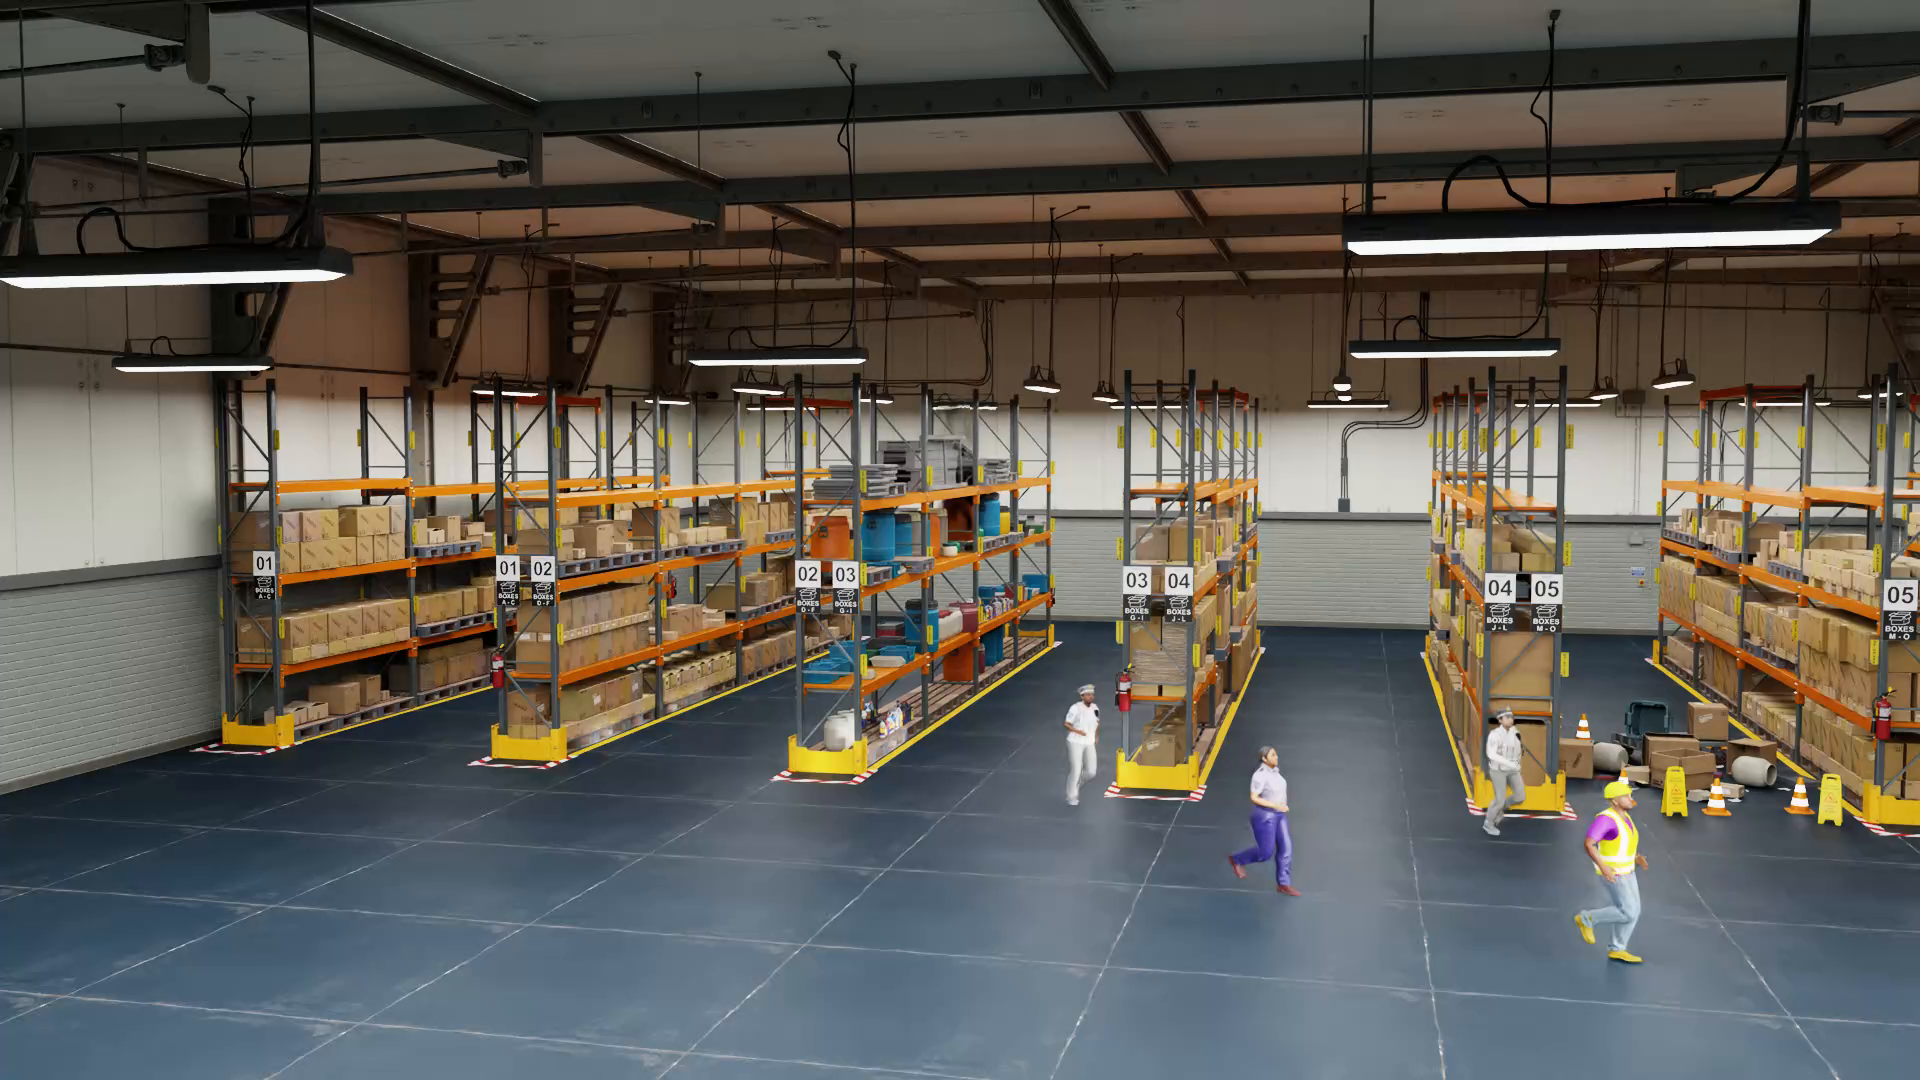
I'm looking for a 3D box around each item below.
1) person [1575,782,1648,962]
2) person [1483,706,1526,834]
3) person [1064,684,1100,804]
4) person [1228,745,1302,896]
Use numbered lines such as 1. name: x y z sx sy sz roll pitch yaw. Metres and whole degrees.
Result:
1. person: 6.296 3.187 16.066 0.603 1.728 0.722 3 5 42
2. person: 6.933 2.916 21.043 0.648 1.657 0.645 -1 4 -23
3. person: 1.734 2.806 22.923 0.596 1.649 0.578 -1 4 -22
4. person: 3.397 3.087 18.419 0.849 1.639 0.607 3 4 38
